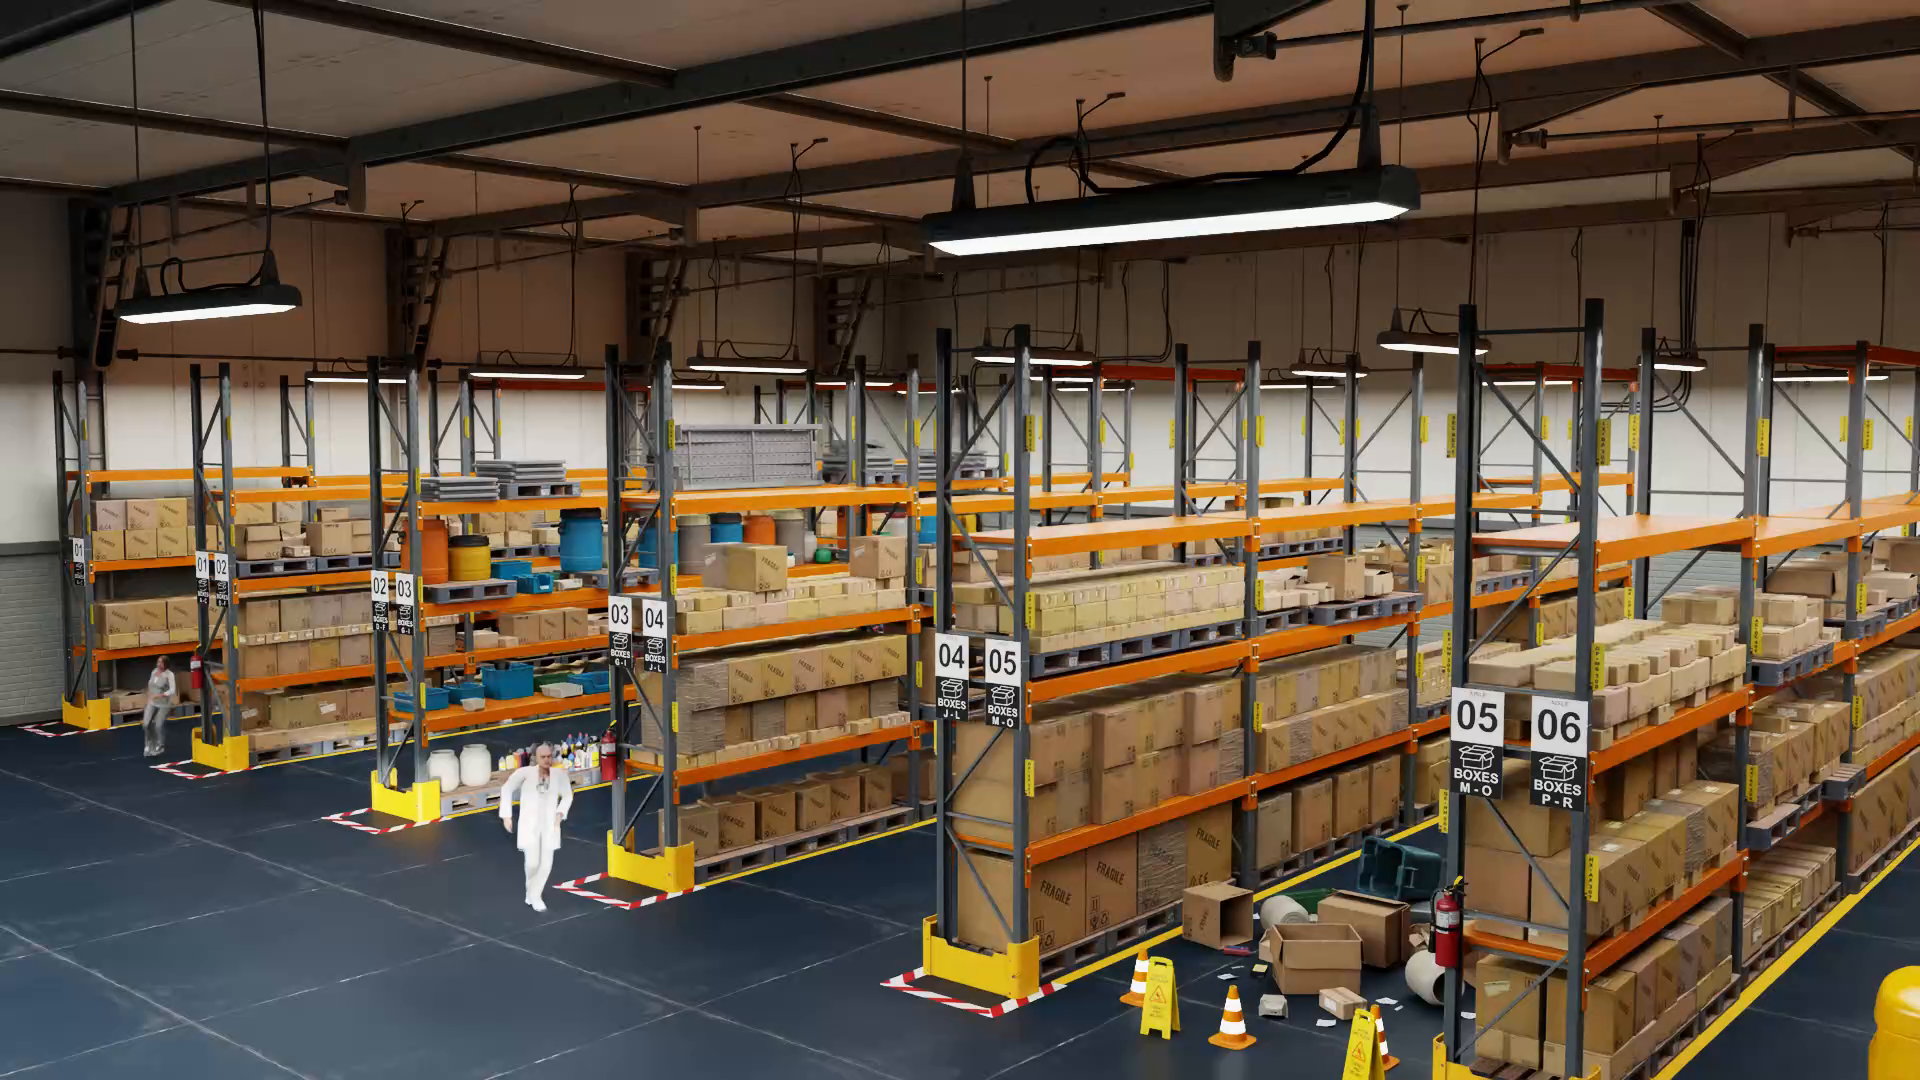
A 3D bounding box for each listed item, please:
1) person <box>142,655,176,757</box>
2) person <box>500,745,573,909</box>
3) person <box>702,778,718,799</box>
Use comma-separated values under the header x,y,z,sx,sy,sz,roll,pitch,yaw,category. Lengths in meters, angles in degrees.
x,y,z,sx,sy,sz,roll,pitch,yaw,category
-12.266,2.549,25.493,0.535,1.555,0.584,0,4,1,person
-4.465,3.040,17.598,0.748,1.746,0.646,-2,5,-24,person
-3.441,2.718,22.753,0.575,1.653,0.758,0,4,5,person
